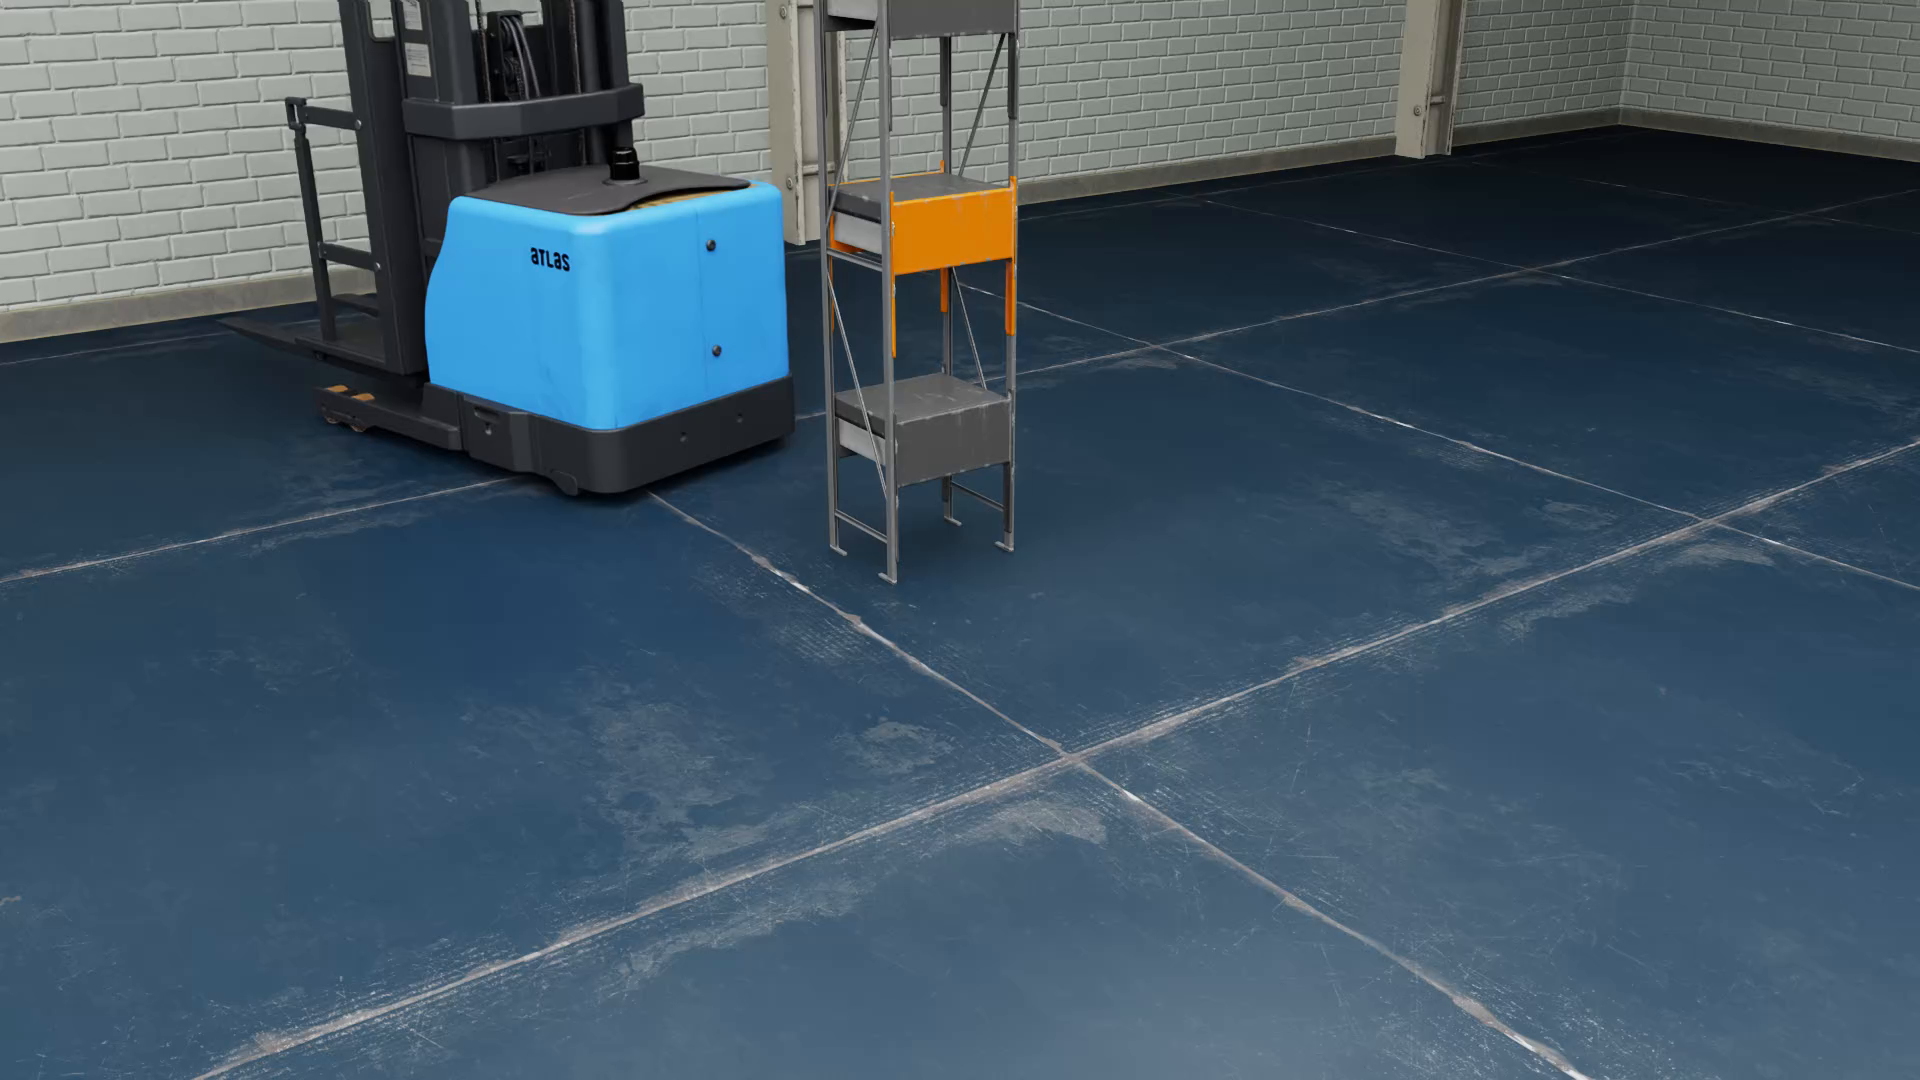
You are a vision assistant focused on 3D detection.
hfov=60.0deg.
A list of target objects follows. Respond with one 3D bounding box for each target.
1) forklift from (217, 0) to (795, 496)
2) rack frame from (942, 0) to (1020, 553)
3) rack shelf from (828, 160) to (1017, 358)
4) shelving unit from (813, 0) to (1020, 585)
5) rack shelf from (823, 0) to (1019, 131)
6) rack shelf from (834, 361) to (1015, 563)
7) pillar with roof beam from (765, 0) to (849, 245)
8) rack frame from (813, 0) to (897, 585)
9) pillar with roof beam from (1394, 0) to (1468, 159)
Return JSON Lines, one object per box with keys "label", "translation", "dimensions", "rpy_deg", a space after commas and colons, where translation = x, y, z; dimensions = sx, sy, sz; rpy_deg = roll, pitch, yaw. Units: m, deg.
{"label": "forklift", "translation": [-2.148, -1.951, 6.830], "dimensions": [3.031, 2.935, 1.130], "rpy_deg": [16, 27, 35]}
{"label": "rack frame", "translation": [0.064, -0.992, 5.550], "dimensions": [0.015, 2.100, 0.400], "rpy_deg": [-15, 26, -33]}
{"label": "rack shelf", "translation": [-0.134, -0.927, 5.423], "dimensions": [0.480, 0.518, 0.431], "rpy_deg": [-15, 26, -33]}
{"label": "shelving unit", "translation": [-0.134, -0.939, 5.417], "dimensions": [0.503, 2.100, 0.431], "rpy_deg": [-15, 26, -33]}
{"label": "rack shelf", "translation": [-0.134, -1.577, 5.163], "dimensions": [0.480, 0.518, 0.431], "rpy_deg": [-15, 26, -33]}
{"label": "rack shelf", "translation": [-0.134, -0.277, 5.682], "dimensions": [0.480, 0.518, 0.431], "rpy_deg": [-15, 26, -33]}
{"label": "pillar with roof beam", "translation": [1.554, -4.854, 5.918], "dimensions": [0.400, 9.000, 9.100], "rpy_deg": [-15, 26, -33]}
{"label": "rack frame", "translation": [-0.332, -0.887, 5.285], "dimensions": [0.015, 2.100, 0.400], "rpy_deg": [-15, 26, -33]}
{"label": "pillar with roof beam", "translation": [6.424, -6.152, 9.173], "dimensions": [0.400, 9.000, 9.100], "rpy_deg": [-15, 26, -33]}
